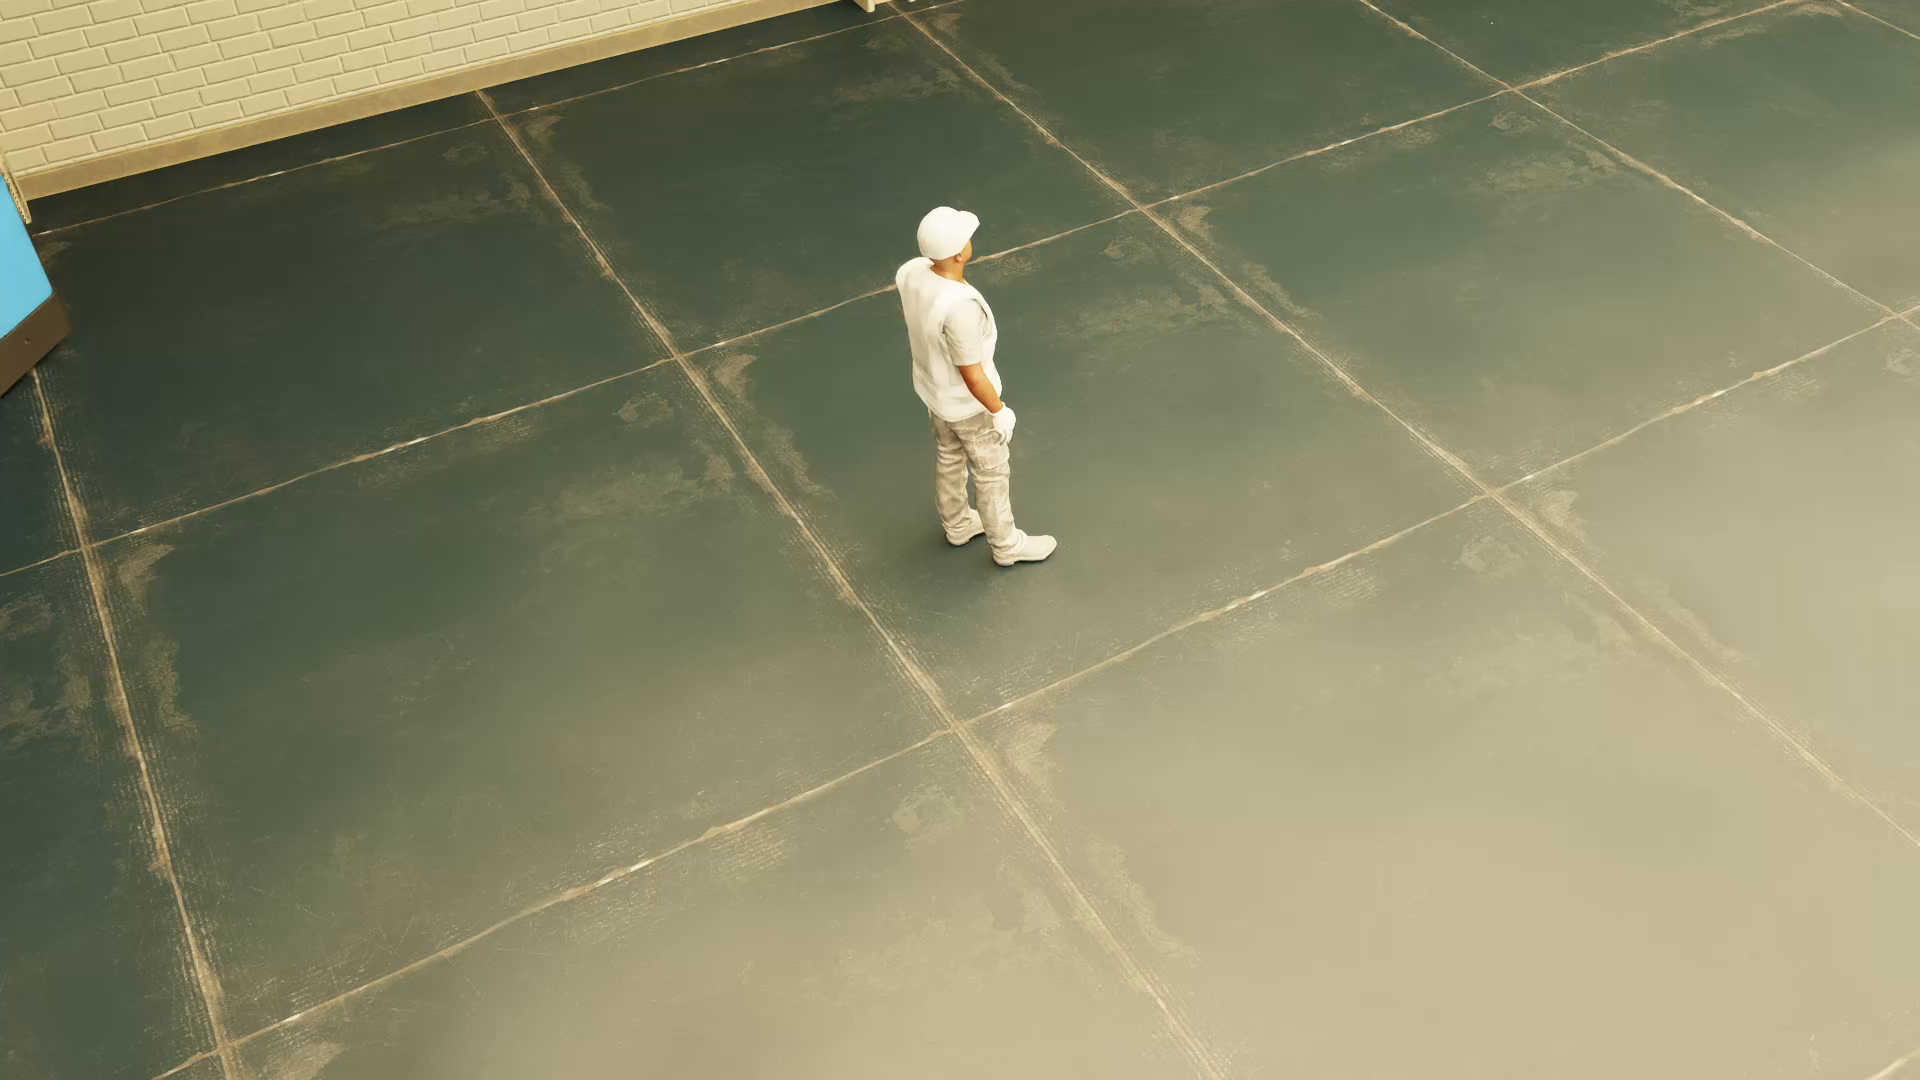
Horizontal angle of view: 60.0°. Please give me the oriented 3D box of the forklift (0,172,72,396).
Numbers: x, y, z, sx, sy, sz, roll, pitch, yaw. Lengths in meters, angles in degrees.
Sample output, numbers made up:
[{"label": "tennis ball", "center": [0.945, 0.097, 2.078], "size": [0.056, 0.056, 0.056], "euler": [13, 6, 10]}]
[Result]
[{"label": "forklift", "center": [-6.366, -2.100, 7.962], "size": [3.031, 2.935, 1.130], "euler": [9, 44, 10]}]

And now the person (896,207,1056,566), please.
[{"label": "person", "center": [0.067, -0.679, 7.263], "size": [0.575, 1.785, 0.657], "euler": [-21, 47, -21]}]
